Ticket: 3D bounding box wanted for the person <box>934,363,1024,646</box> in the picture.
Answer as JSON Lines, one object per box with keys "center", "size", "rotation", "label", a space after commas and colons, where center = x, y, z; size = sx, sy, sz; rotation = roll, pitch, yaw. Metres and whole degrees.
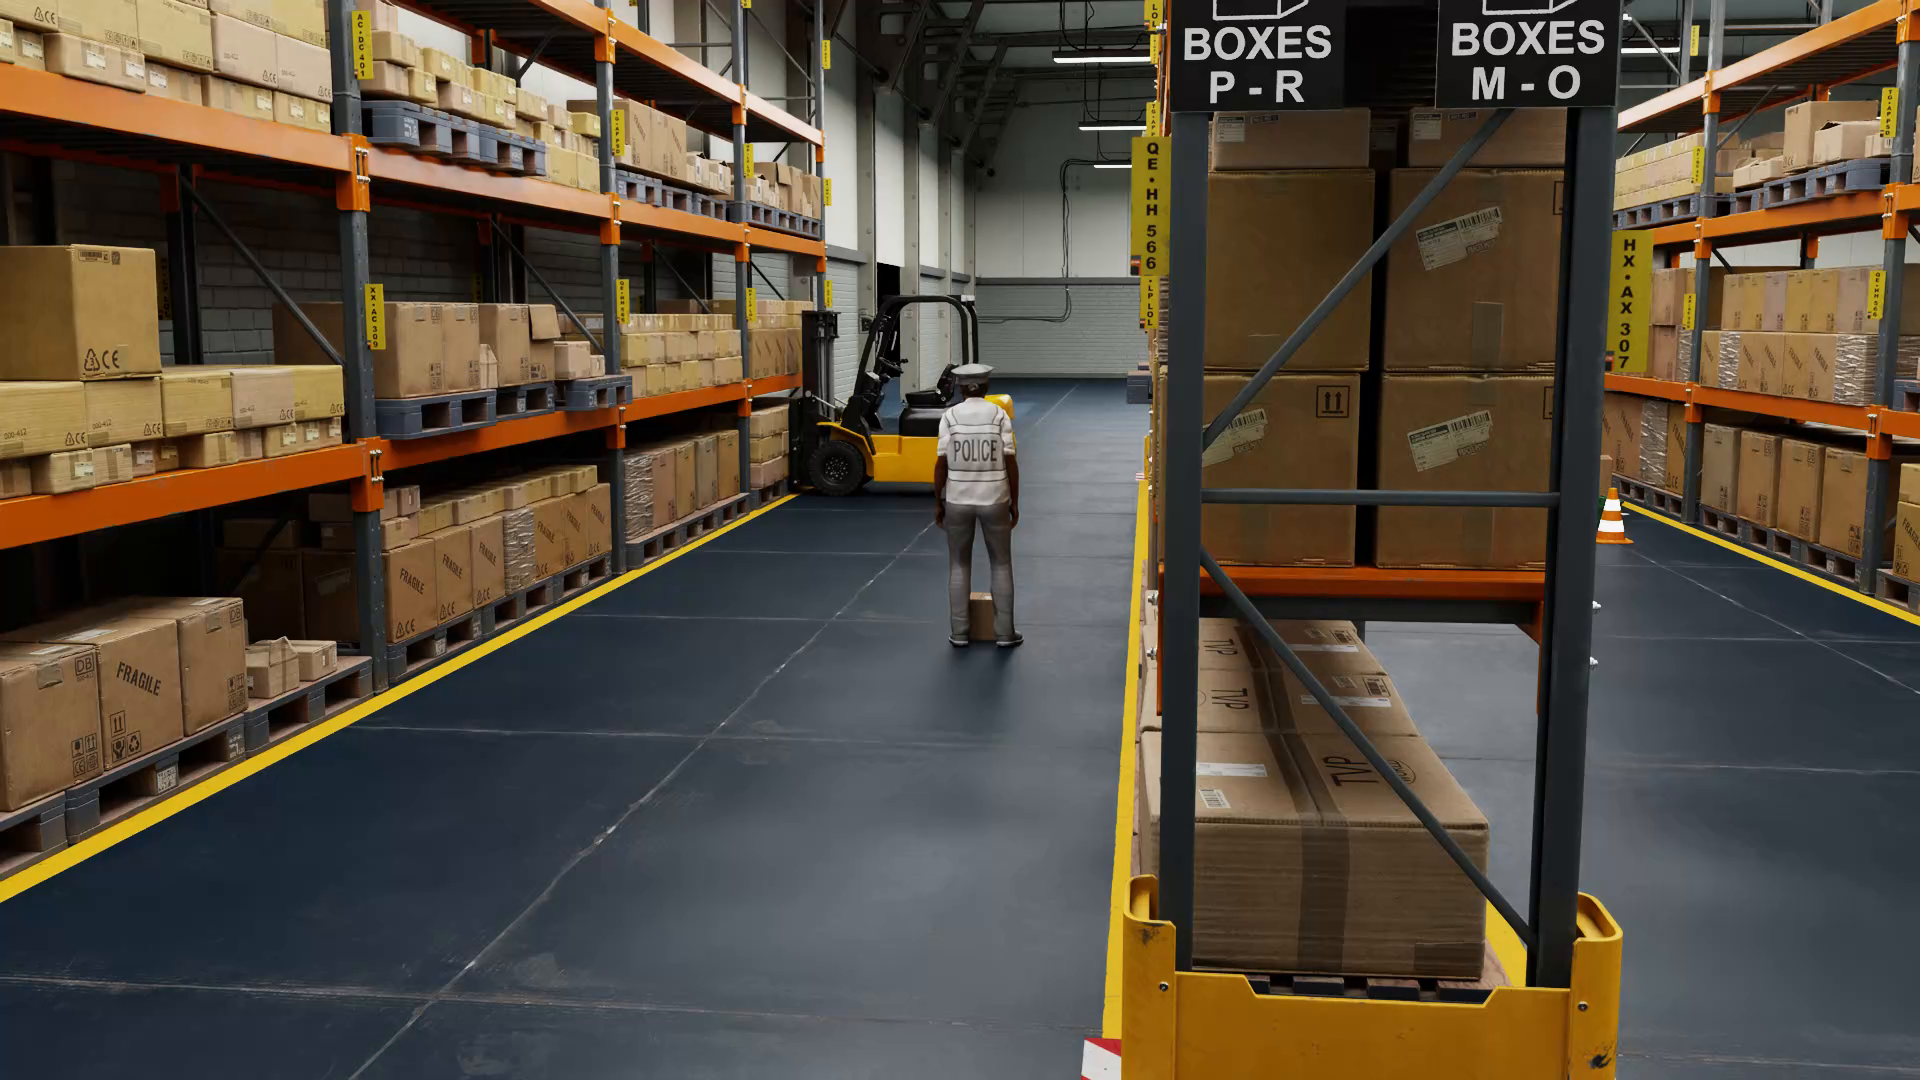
{"center": [0.113, -0.202, 9.792], "size": [0.530, 1.660, 0.398], "rotation": [0, 8, 3], "label": "person"}
